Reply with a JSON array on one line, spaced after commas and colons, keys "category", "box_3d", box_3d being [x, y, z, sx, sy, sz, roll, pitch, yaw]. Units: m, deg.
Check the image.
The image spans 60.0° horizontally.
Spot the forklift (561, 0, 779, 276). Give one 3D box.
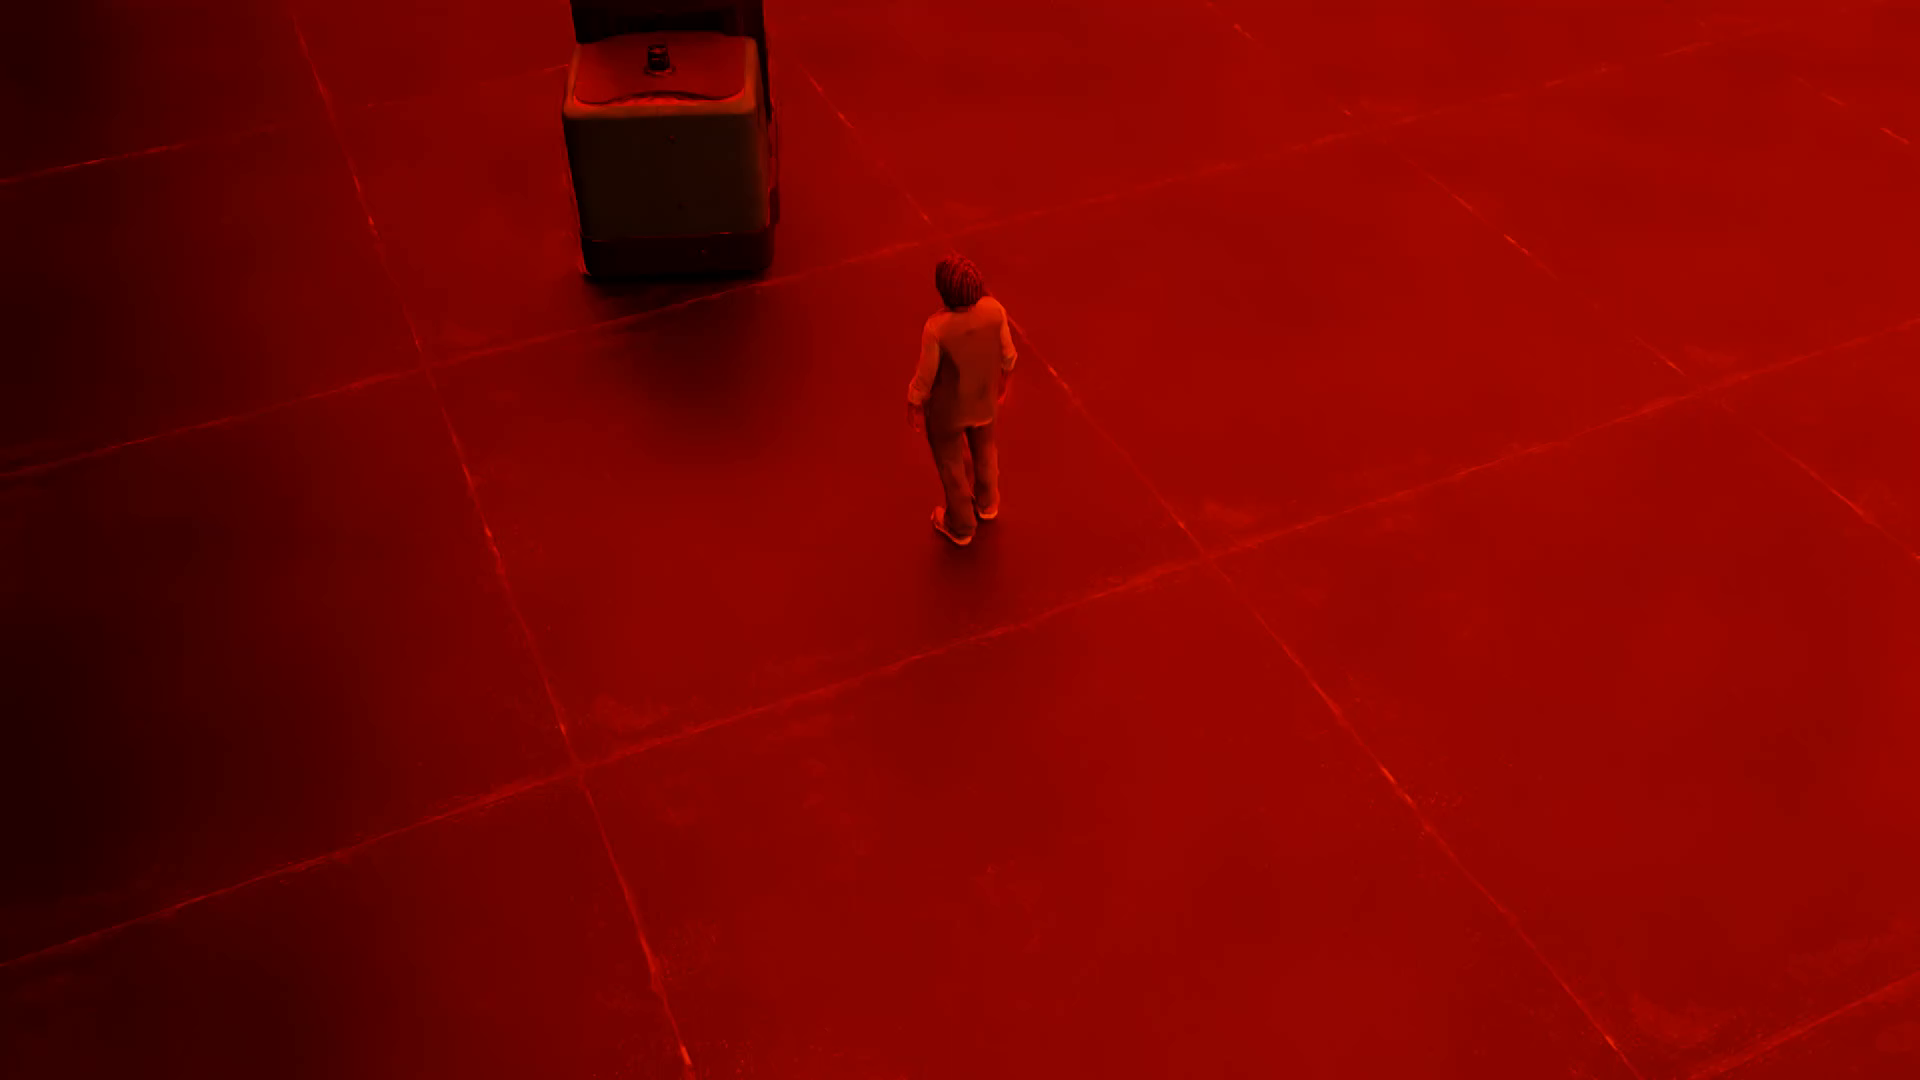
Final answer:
[{"category": "forklift", "box_3d": [-1.705, -3.550, 9.484, 1.130, 2.935, 3.031, -3, 43, -4]}]

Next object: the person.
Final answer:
[{"category": "person", "box_3d": [-0.018, -0.639, 7.332, 0.521, 1.597, 0.474, -18, 46, -18]}]
